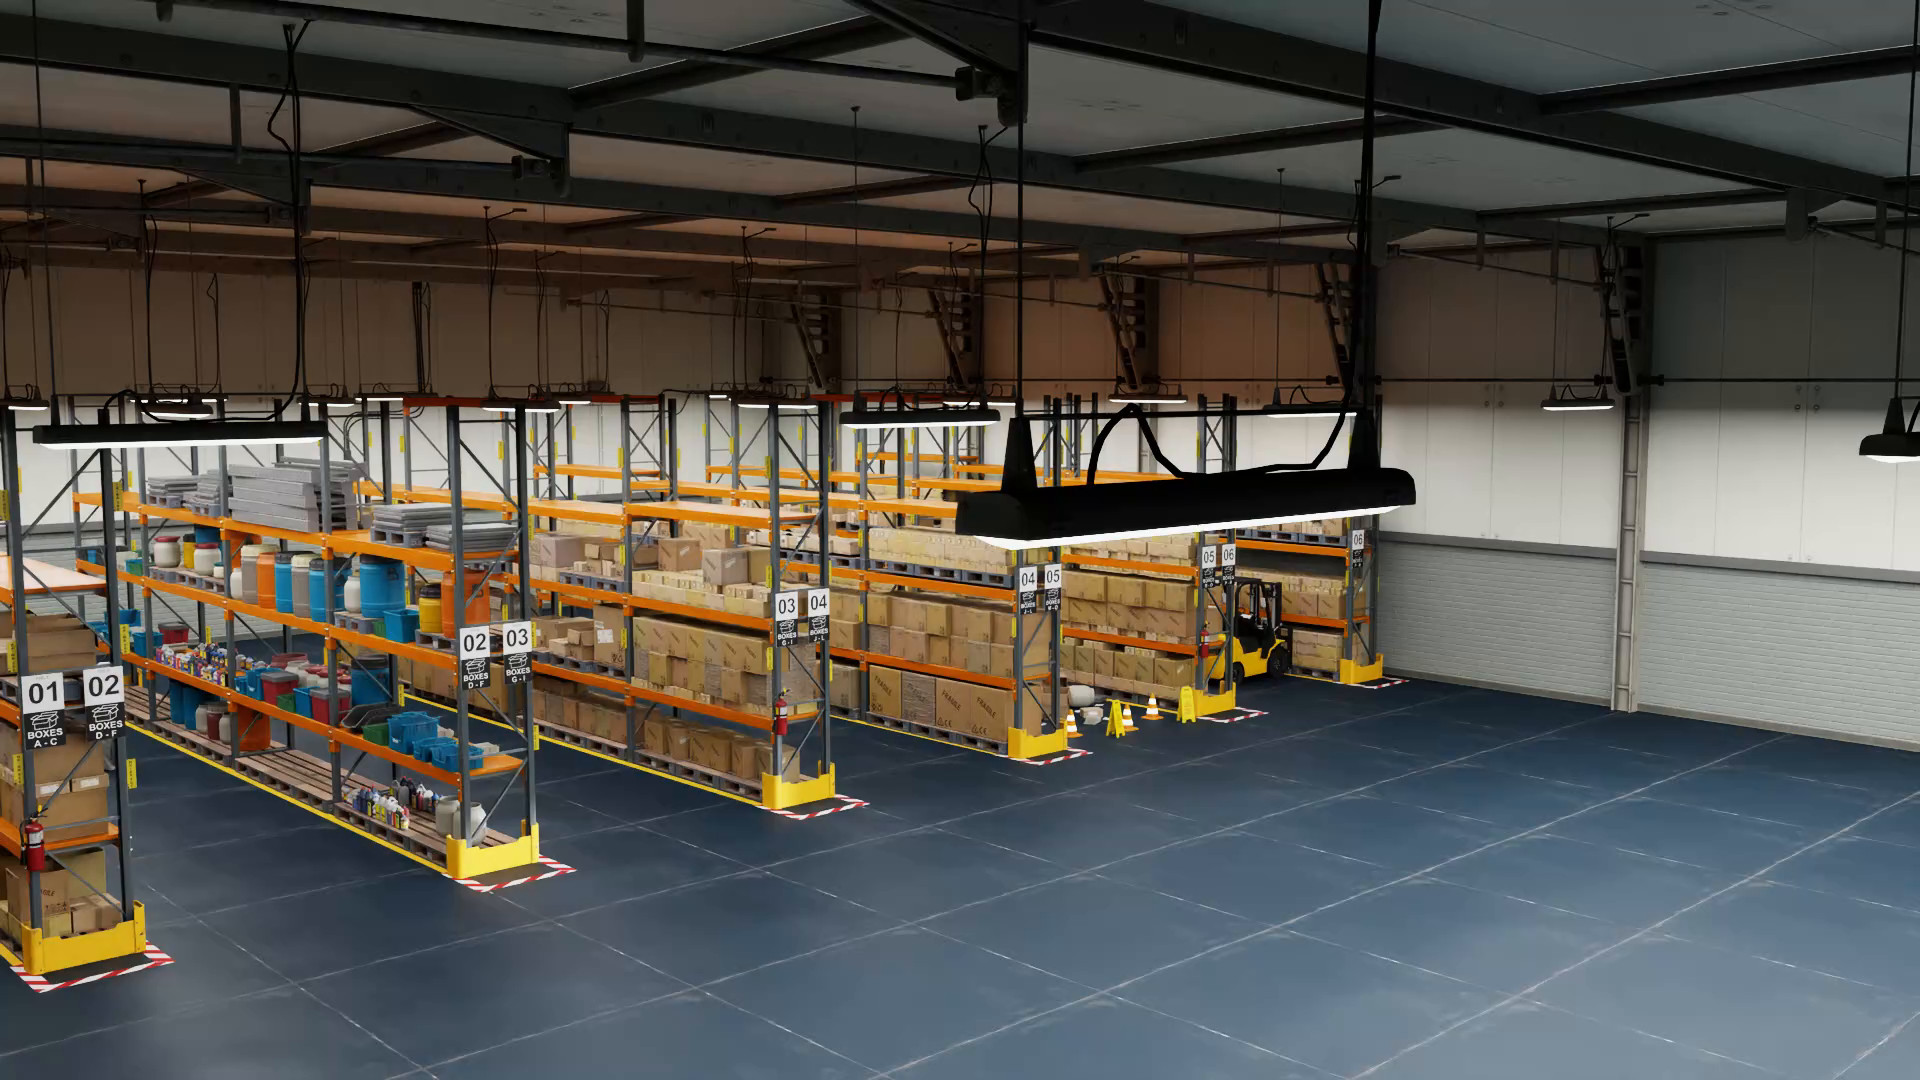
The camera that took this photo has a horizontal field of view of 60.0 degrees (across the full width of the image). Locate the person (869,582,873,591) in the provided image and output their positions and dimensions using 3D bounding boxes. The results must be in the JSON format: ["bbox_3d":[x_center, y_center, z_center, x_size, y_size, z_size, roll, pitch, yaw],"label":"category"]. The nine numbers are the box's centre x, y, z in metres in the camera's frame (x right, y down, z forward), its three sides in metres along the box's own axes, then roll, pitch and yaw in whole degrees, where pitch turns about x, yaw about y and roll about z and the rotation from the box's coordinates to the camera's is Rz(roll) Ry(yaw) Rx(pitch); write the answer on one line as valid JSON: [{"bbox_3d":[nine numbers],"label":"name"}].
[{"bbox_3d":[-2.026,1.672,36.132,0.598,1.723,0.407,2,6,19],"label":"person"}]

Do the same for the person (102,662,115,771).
[{"bbox_3d":[-13.769,2.855,26.952,0.411,1.768,0.631,0,6,2],"label":"person"}]
